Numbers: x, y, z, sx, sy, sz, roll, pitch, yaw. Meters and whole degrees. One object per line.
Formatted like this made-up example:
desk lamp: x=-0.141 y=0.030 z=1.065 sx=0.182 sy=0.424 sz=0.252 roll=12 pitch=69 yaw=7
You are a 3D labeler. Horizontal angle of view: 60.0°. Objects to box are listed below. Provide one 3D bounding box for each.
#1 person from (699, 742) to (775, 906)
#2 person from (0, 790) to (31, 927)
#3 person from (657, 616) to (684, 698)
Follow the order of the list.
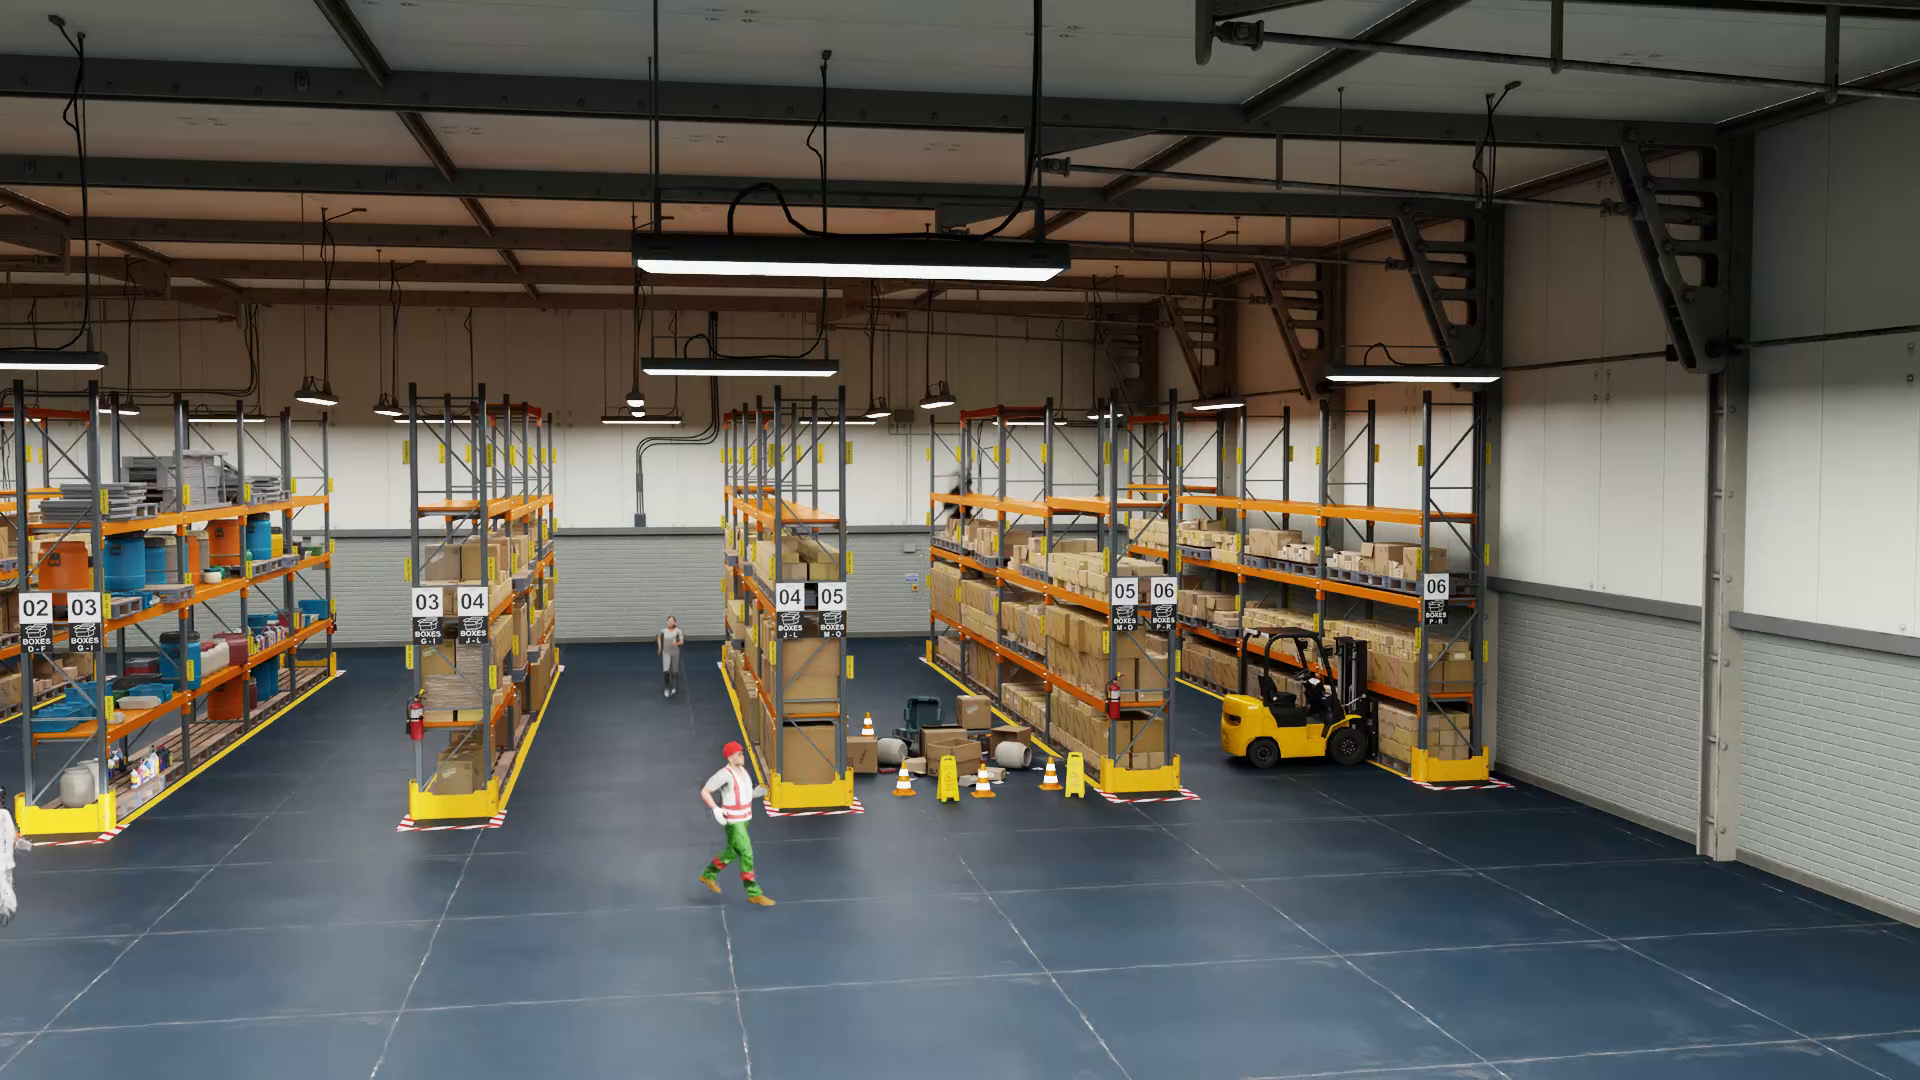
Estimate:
person: x=-2.500 y=3.134 z=18.535 sx=0.991 sy=1.781 sz=0.659 roll=1 pitch=3 yaw=19
person: x=-9.511 y=3.277 z=16.402 sx=0.683 sy=1.764 sz=0.662 roll=0 pitch=3 yaw=6
person: x=-6.007 y=2.419 z=34.526 sx=0.535 sy=1.696 sz=0.712 roll=-1 pitch=3 yaw=-10
